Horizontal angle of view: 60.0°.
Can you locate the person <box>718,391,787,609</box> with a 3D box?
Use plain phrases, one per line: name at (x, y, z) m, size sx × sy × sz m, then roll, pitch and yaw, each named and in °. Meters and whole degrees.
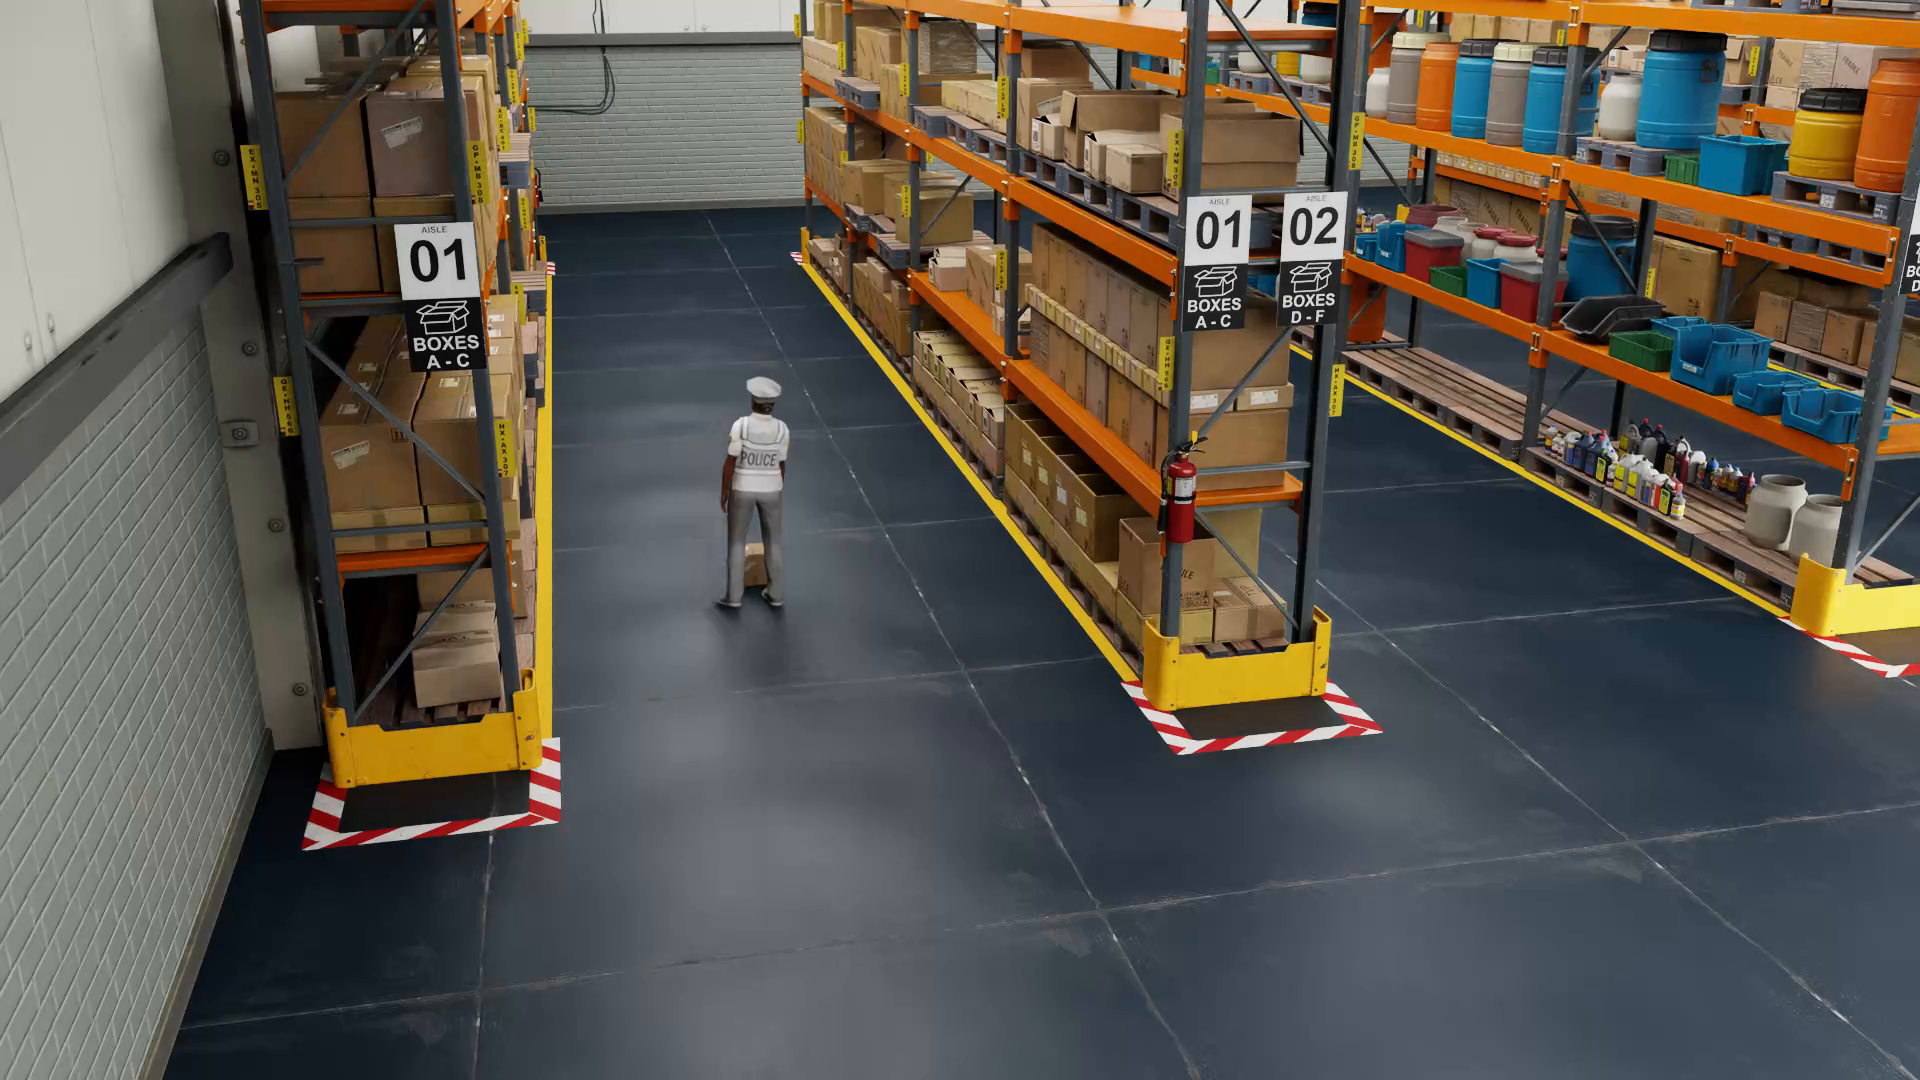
person at (-1.498, -0.281, 11.979) m, size 0.469 × 1.592 × 0.500 m, roll -4°, pitch 20°, yaw -11°
